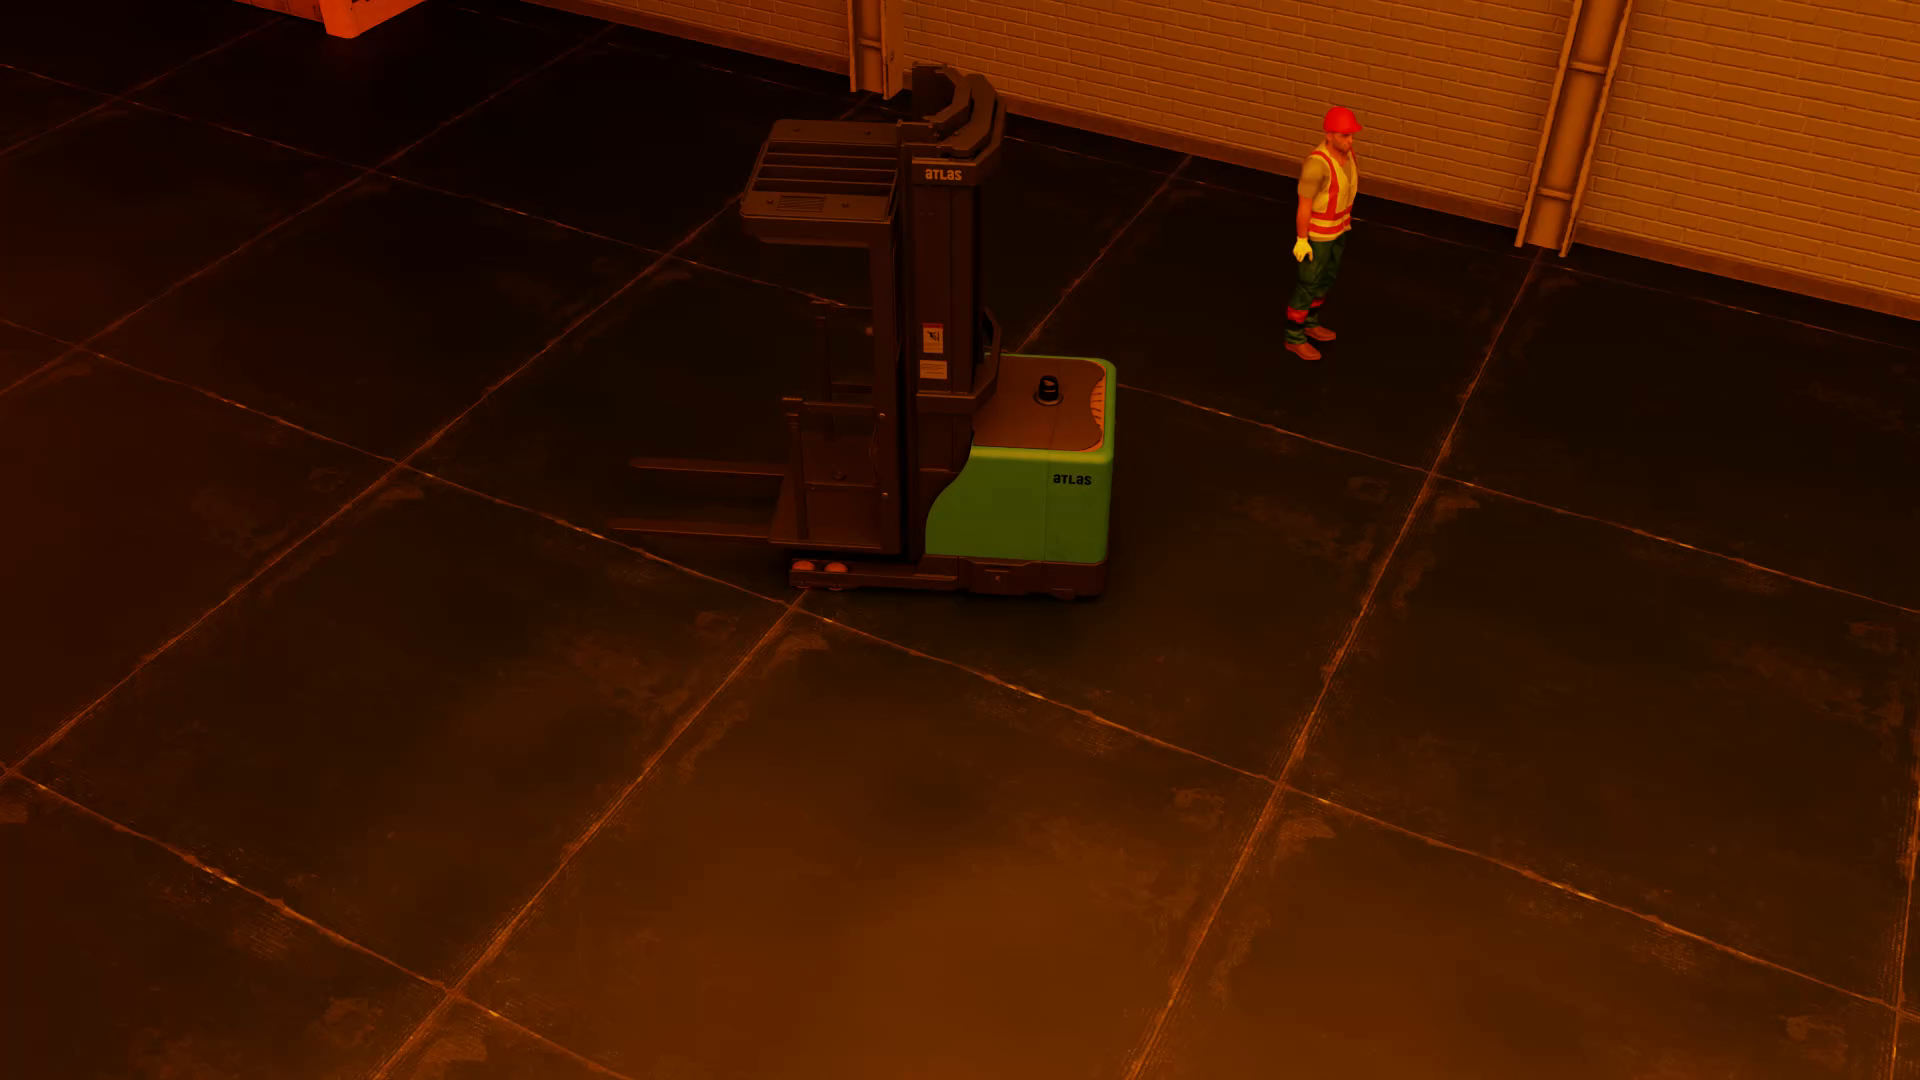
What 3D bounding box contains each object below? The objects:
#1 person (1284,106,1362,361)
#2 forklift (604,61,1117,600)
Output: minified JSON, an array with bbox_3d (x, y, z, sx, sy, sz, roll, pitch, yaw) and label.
[{"bbox_3d":[2.505,-2.103,11.371,0.374,1.795,0.604,27,47,29],"label":"person"},{"bbox_3d":[-0.606,-1.157,9.360,3.031,2.935,1.130,3,40,4],"label":"forklift"}]
